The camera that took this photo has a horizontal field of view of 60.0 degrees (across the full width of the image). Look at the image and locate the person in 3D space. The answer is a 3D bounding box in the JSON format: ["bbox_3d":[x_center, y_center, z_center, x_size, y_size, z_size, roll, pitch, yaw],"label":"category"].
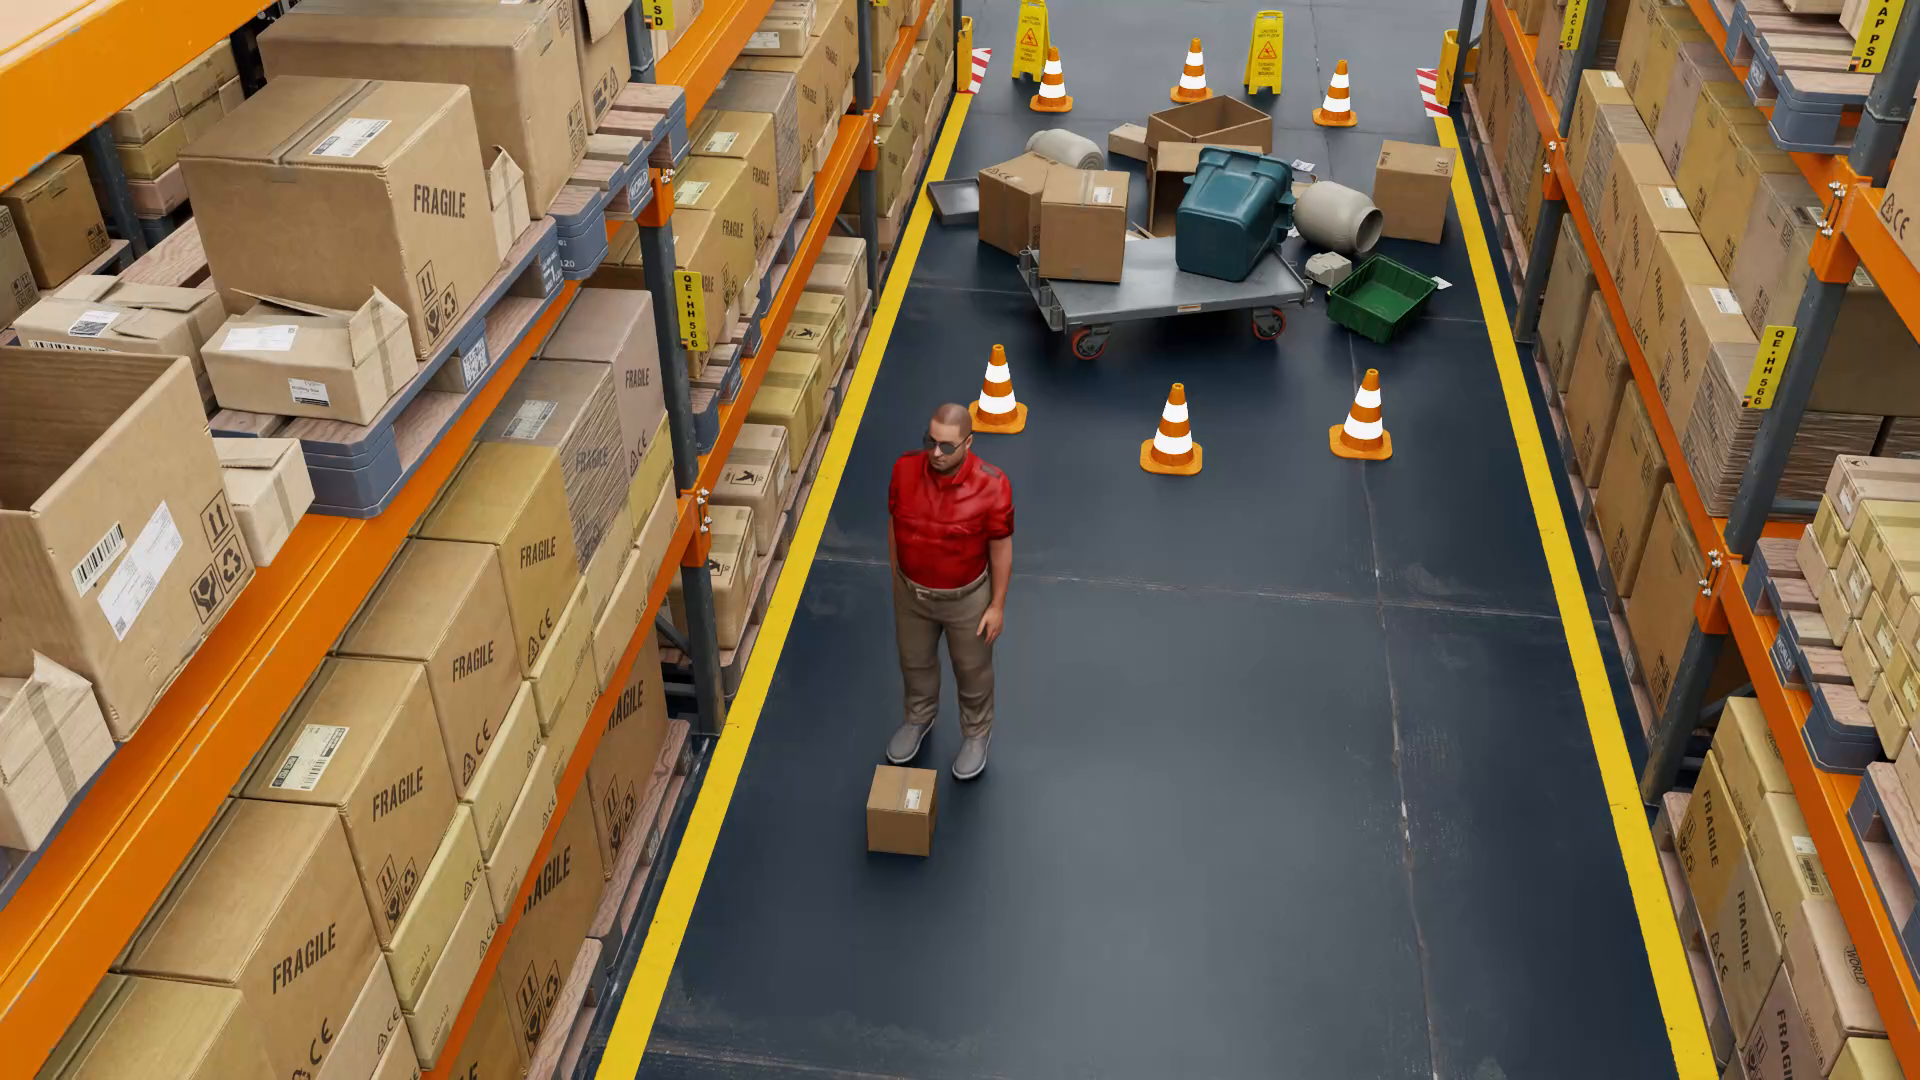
[{"bbox_3d":[-0.060,0.223,6.736,0.534,1.730,0.361,13,38,17],"label":"person"}]
